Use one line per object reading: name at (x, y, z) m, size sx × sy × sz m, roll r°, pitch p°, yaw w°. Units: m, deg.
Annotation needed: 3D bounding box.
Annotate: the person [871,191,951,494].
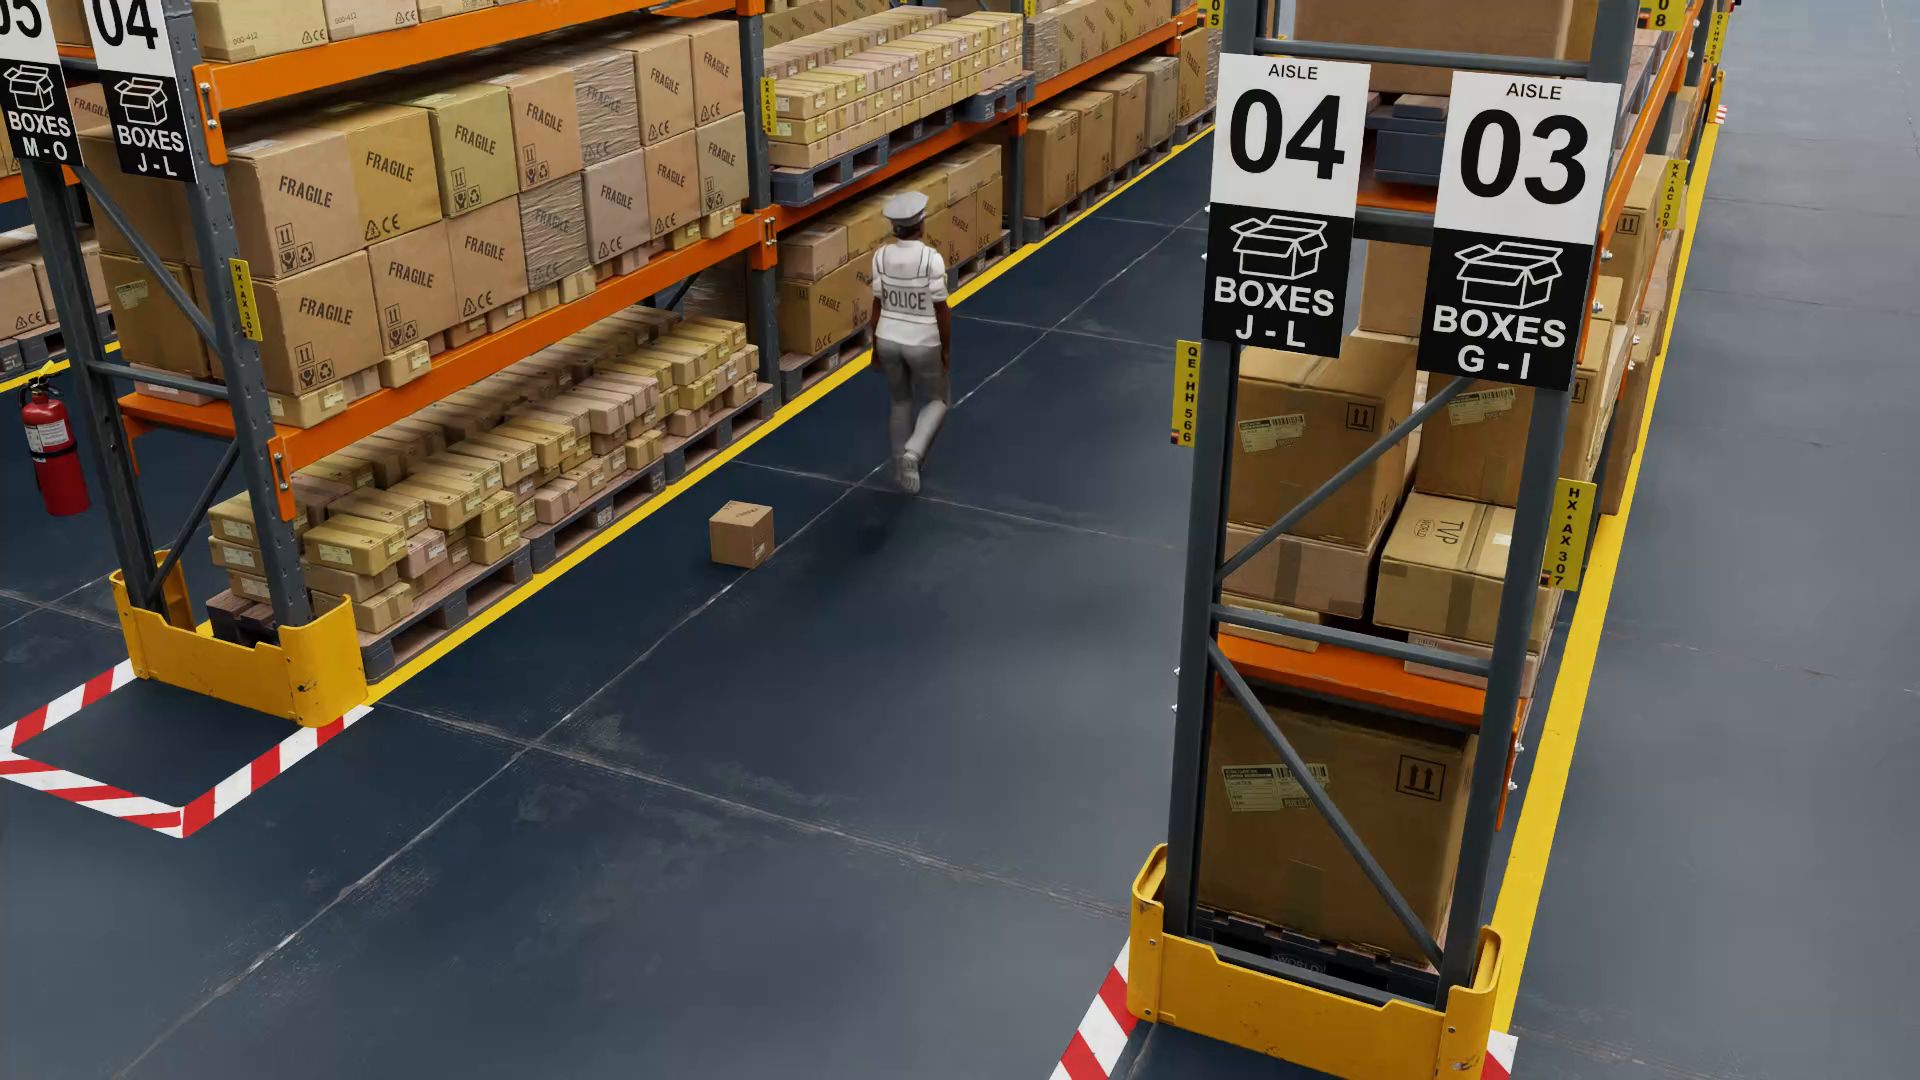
person at (-0.292, -1.069, 9.212) m, size 0.478 × 1.669 × 0.545 m, roll 9°, pitch 28°, yaw 17°
